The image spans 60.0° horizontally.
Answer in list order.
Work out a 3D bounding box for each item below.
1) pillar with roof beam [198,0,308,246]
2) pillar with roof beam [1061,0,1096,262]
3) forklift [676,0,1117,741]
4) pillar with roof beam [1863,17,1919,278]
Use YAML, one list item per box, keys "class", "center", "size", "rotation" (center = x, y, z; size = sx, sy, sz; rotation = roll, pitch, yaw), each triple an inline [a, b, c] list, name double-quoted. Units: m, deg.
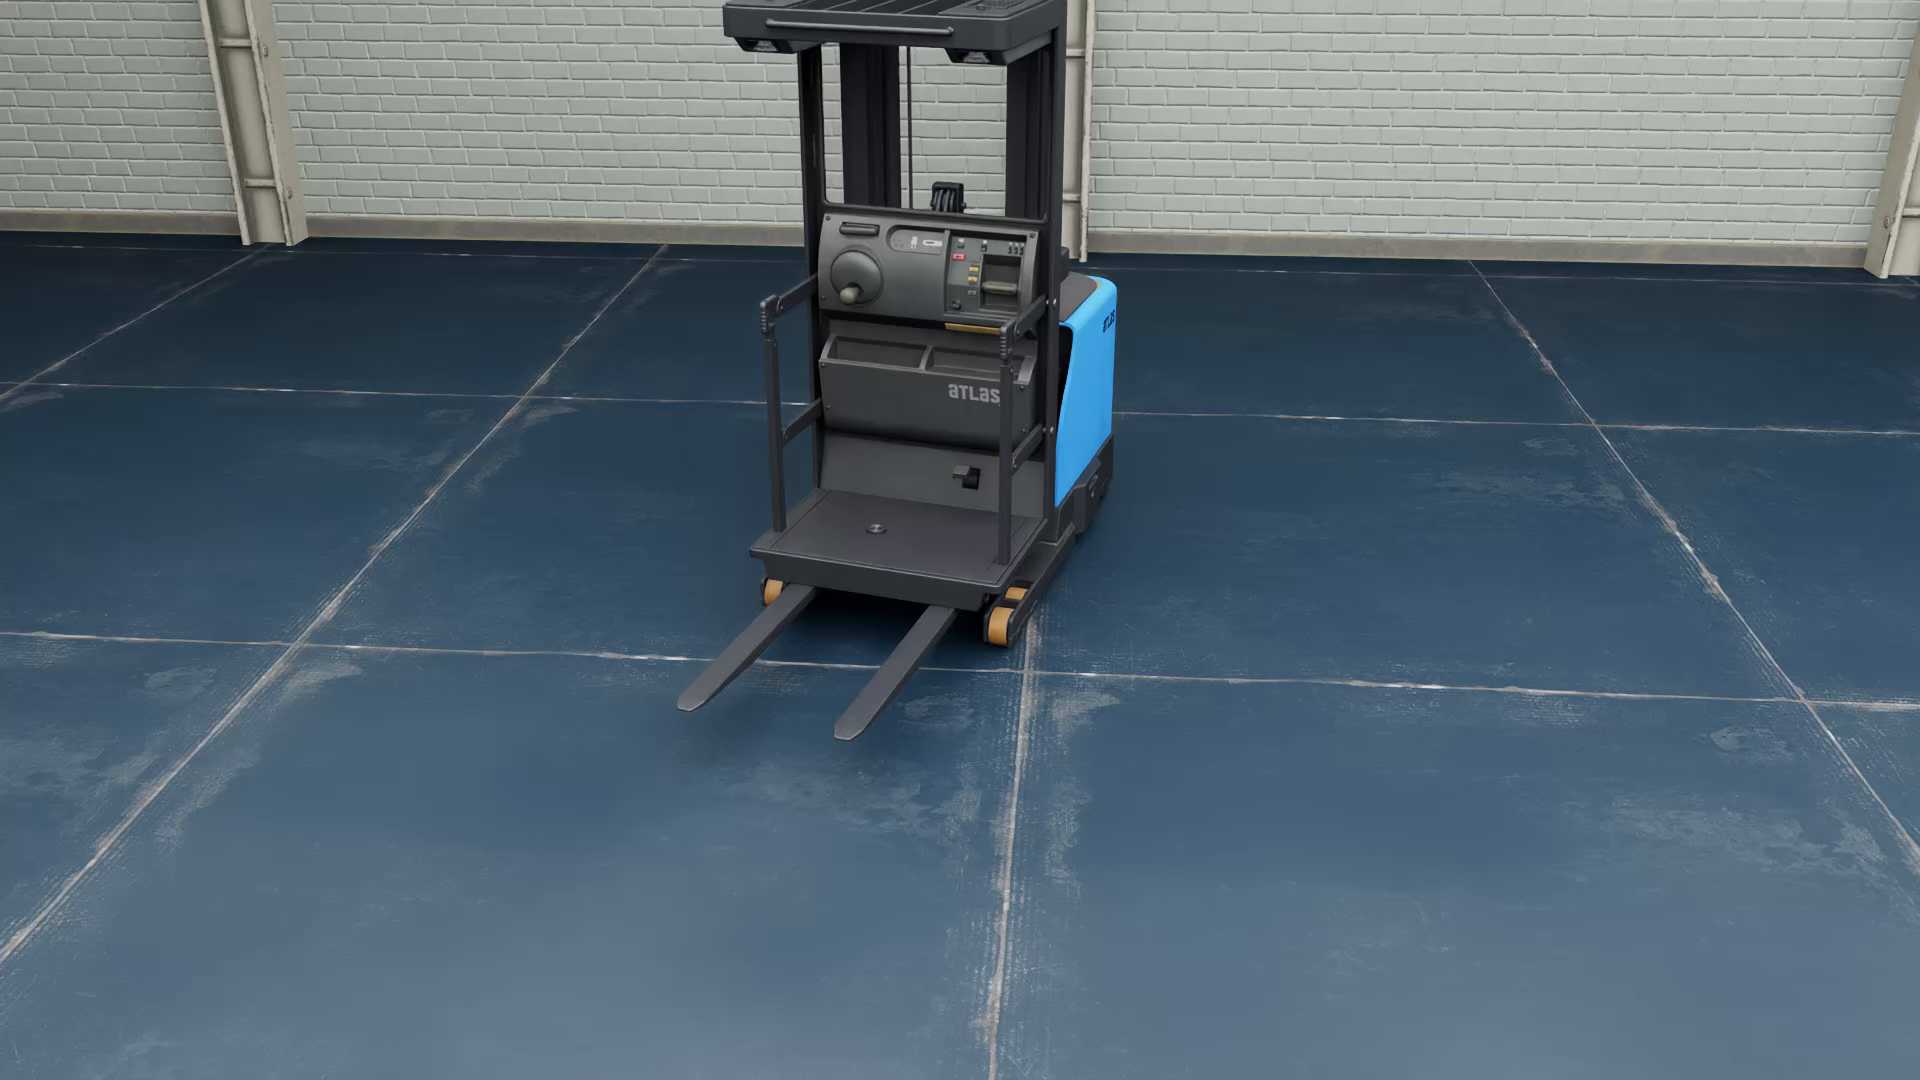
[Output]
- class: "pillar with roof beam"
  center: [-5.568, -4.593, 6.966]
  size: [0.400, 9.000, 9.100]
  rotation: [2, 25, 4]
- class: "pillar with roof beam"
  center: [0.414, -4.401, 6.549]
  size: [0.400, 9.000, 9.100]
  rotation: [2, 25, 4]
- class: "forklift"
  center: [-0.204, -1.084, 6.600]
  size: [1.130, 2.935, 3.031]
  rotation: [8, 26, 17]
- class: "pillar with roof beam"
  center: [6.396, -4.209, 6.132]
  size: [0.400, 9.000, 9.100]
  rotation: [2, 25, 4]
